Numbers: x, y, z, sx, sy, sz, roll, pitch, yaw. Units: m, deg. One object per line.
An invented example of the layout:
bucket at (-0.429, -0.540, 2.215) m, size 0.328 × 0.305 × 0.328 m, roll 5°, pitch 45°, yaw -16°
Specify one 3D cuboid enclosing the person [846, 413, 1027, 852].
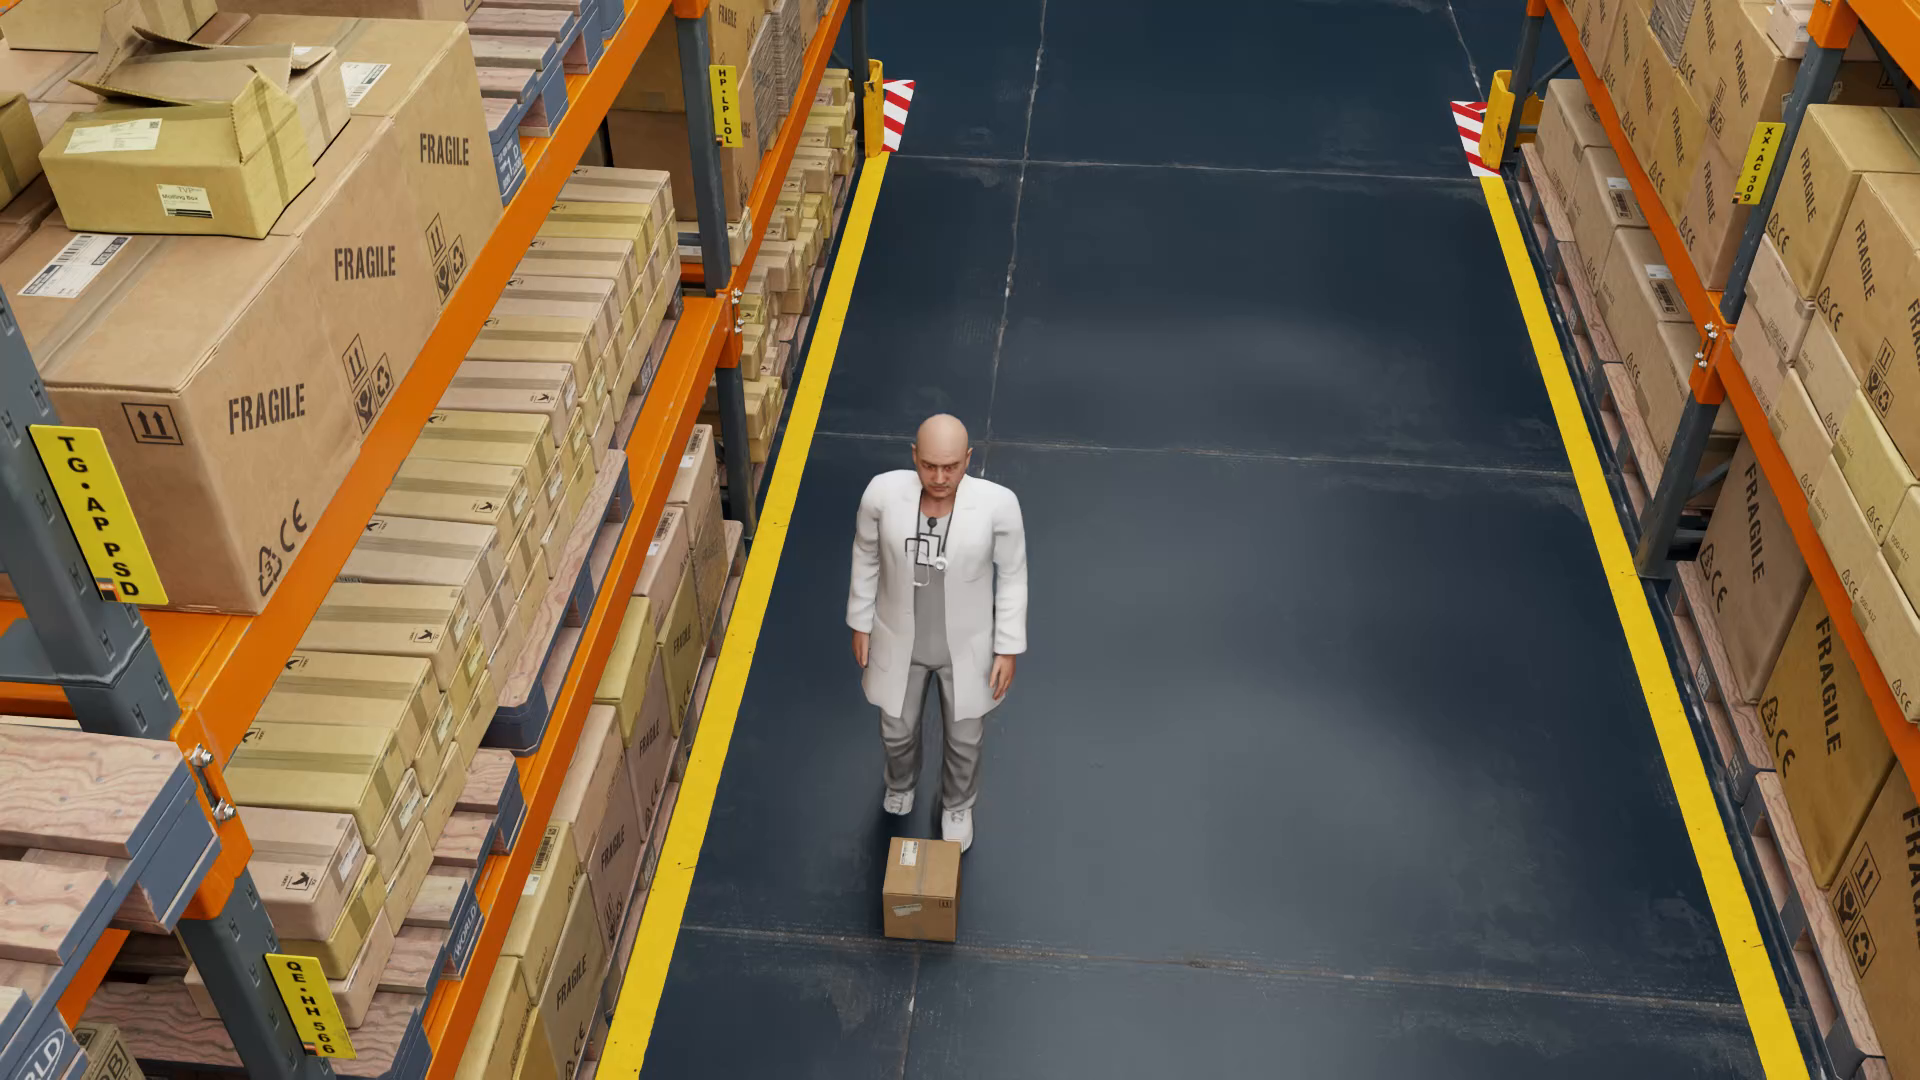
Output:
person at (-0.086, 0.384, 5.793) m, size 0.639 × 1.867 × 0.465 m, roll 4°, pitch 40°, yaw 5°
